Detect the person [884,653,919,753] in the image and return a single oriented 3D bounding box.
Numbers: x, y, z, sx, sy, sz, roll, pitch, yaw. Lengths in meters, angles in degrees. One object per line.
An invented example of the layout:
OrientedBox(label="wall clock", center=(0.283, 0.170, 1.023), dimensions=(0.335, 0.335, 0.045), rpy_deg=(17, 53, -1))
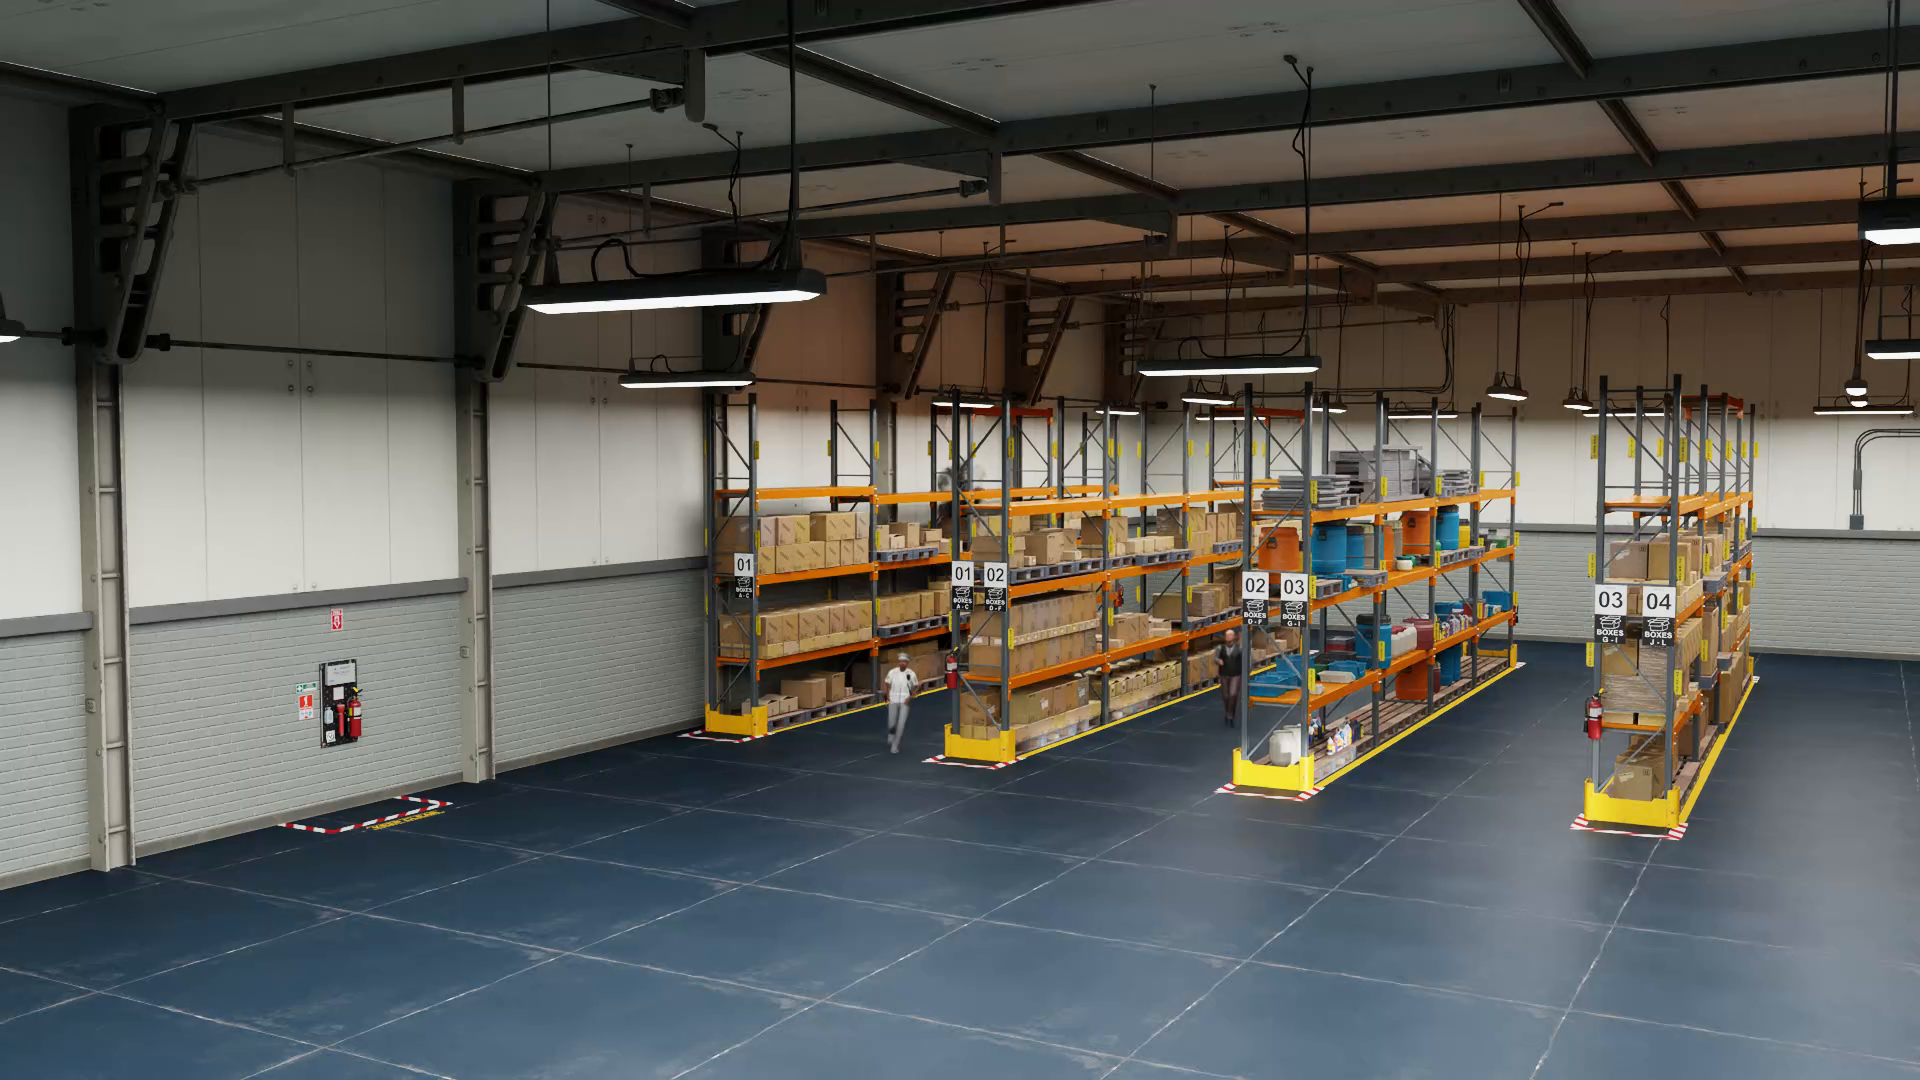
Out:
OrientedBox(label="person", center=(-0.976, 2.692, 27.722), dimensions=(0.600, 1.657, 0.544), rpy_deg=(0, 3, 1))

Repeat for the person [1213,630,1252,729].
OrientedBox(label="person", center=(4.920, 2.507, 30.267), dimensions=(0.661, 1.725, 0.953), rpy_deg=(1, 3, 22))
